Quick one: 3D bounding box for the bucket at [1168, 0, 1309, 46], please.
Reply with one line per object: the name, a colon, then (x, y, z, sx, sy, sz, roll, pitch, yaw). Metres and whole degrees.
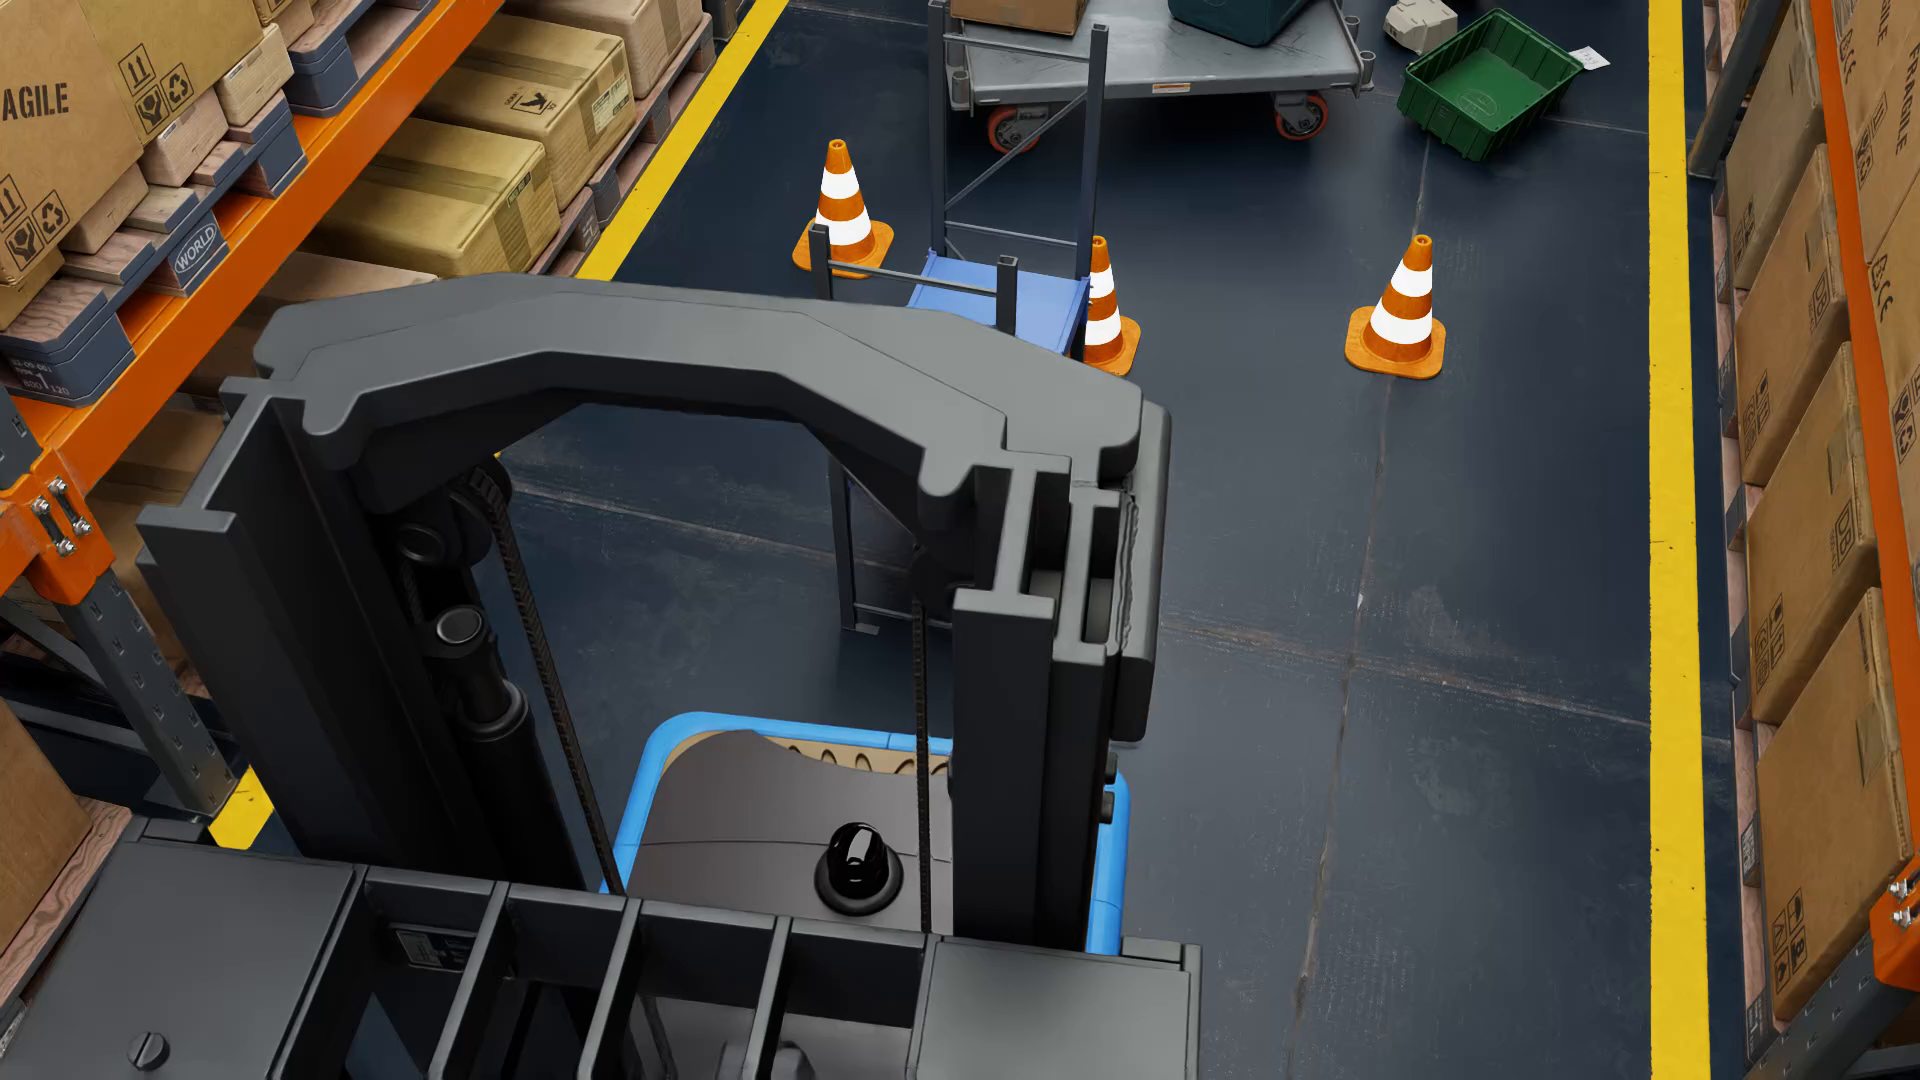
bucket: (1.154, -2.330, 6.475, 0.726, 0.611, 0.620, 28, 64, 22)

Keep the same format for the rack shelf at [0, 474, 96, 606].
rack shelf: (-3.039, 1.318, 2.566, 1.077, 0.370, 4.000, 12, 50, 10)

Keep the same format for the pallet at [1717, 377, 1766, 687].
pallet: (2.893, 0.024, 5.088, 1.003, 0.211, 1.213, 12, 50, 10)

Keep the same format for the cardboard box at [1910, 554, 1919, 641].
cardboard box: (2.149, 0.125, 3.073, 0.500, 0.500, 0.500, 12, 50, 10)

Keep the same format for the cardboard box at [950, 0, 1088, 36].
cardboard box: (0.266, -2.354, 6.489, 0.500, 0.500, 0.500, 12, 50, 10)

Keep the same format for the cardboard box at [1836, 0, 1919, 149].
cardboard box: (2.678, -1.336, 4.362, 0.500, 0.500, 0.500, 11, 50, 10)

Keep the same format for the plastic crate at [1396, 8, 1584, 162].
plastic crate: (2.124, -1.829, 6.701, 0.662, 0.188, 0.450, -37, 68, -28)

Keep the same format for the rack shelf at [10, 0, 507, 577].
rack shelf: (-1.986, -1.576, 5.120, 1.077, 0.370, 4.000, 12, 50, 10)

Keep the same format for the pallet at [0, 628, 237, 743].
pallet: (-2.305, -0.009, 5.117, 1.003, 0.211, 1.213, 12, 50, 10)

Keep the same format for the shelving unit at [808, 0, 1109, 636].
shelving unit: (0.022, -0.558, 4.742, 0.538, 1.500, 1.048, 12, 50, 10)

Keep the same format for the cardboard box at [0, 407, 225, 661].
cardboard box: (-2.354, -0.043, 4.760, 0.950, 0.372, 0.625, 9, 49, 7)

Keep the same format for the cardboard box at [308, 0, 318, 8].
cardboard box: (-1.907, -1.605, 4.553, 0.380, 0.149, 0.250, 13, 50, 12)

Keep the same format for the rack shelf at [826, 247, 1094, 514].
rack shelf: (0.022, -0.439, 4.877, 0.538, 0.185, 1.000, 12, 50, 10)

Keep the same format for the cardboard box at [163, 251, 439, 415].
cardboard box: (-2.167, -0.579, 5.233, 0.950, 0.372, 0.625, 11, 49, 9)

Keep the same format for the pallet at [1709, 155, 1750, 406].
pallet: (3.212, -0.861, 5.869, 1.003, 0.211, 1.213, 12, 50, 10)

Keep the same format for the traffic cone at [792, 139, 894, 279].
traffic cone: (-0.435, -1.248, 6.043, 0.336, 0.463, 0.334, 12, 50, 10)

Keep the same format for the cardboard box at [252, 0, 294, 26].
cardboard box: (-1.907, -1.681, 4.188, 0.500, 0.500, 0.500, 12, 50, 11)

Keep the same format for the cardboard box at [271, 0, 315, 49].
cardboard box: (-1.944, -1.393, 4.366, 0.380, 0.149, 0.250, 14, 50, 12)

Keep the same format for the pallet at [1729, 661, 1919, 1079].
pallet: (2.570, 0.904, 4.311, 1.003, 0.211, 1.213, 12, 50, 10)

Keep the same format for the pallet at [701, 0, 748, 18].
pallet: (-1.317, -2.830, 7.607, 1.003, 0.211, 1.213, 12, 50, 10)

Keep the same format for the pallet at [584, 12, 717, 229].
pallet: (-1.663, -1.774, 6.675, 1.003, 0.211, 1.213, 12, 50, 10)

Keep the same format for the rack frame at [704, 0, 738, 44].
rack frame: (-1.459, -3.260, 6.127, 1.000, 3.000, 0.127, 12, 50, 10)

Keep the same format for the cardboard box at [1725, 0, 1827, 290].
cardboard box: (3.266, -1.284, 5.603, 1.050, 0.750, 0.750, 11, 50, 10)

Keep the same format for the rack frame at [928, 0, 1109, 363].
rack frame: (0.156, -0.926, 5.067, 0.500, 1.500, 0.032, 12, 50, 10)

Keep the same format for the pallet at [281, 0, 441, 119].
pallet: (-2.031, -1.744, 4.916, 1.003, 0.211, 1.213, 12, 50, 10)

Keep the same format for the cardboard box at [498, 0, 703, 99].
cardboard box: (-1.595, -2.150, 6.619, 0.950, 0.372, 0.625, 12, 50, 11)

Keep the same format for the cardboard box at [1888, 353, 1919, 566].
cardboard box: (2.282, -0.236, 3.391, 0.500, 0.500, 0.500, 12, 50, 10)

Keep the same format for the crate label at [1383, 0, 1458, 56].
crate label: (1.973, -2.209, 7.108, 0.298, 0.136, 0.250, -19, 51, -16)

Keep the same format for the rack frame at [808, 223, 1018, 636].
rack frame: (-0.111, -0.190, 4.418, 0.500, 1.500, 0.032, 12, 50, 10)

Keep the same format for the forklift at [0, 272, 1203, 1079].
forklift: (-0.344, 1.240, 2.201, 1.130, 2.935, 3.031, 6, 49, 5)

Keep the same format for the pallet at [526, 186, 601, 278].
pallet: (-1.982, -0.889, 5.894, 1.003, 0.211, 1.213, 12, 50, 10)

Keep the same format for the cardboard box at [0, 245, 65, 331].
cardboard box: (-2.247, -0.621, 3.685, 0.380, 0.149, 0.250, 9, 49, 8)

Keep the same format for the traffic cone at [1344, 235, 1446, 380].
traffic cone: (1.533, -0.845, 5.687, 0.336, 0.463, 0.334, 12, 50, 10)

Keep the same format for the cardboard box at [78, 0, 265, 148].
cardboard box: (-2.040, -1.296, 3.848, 0.500, 0.500, 0.500, 14, 50, 12)

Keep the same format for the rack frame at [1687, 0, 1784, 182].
rack frame: (3.343, -2.357, 5.329, 1.000, 3.000, 0.127, 12, 50, 10)

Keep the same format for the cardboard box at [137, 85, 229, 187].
cardboard box: (-2.024, -1.008, 4.026, 0.380, 0.149, 0.250, 9, 49, 8)

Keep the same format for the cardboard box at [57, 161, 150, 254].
cardboard box: (-2.141, -0.819, 3.860, 0.380, 0.149, 0.250, 9, 49, 8)

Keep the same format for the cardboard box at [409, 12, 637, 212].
cardboard box: (-1.781, -1.629, 6.160, 0.950, 0.372, 0.625, 14, 50, 12)

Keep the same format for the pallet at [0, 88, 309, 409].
pallet: (-2.427, -0.840, 4.119, 1.213, 0.211, 1.003, 12, 50, 10)

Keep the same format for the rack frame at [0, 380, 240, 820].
rack frame: (-2.512, -0.367, 3.573, 1.000, 3.000, 0.127, 12, 50, 10)

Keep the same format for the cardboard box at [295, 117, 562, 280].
cardboard box: (-1.962, -1.126, 5.716, 0.950, 0.372, 0.625, 13, 50, 11)

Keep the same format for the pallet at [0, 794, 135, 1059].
pallet: (-2.792, 1.111, 4.129, 1.003, 0.211, 1.213, 12, 50, 10)

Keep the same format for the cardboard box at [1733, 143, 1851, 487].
cardboard box: (3.008, -0.587, 4.988, 1.050, 0.750, 0.750, 12, 50, 10)

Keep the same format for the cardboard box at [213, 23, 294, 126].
cardboard box: (-1.932, -1.203, 4.198, 0.380, 0.149, 0.250, 12, 50, 10)

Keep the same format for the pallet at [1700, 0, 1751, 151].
pallet: (3.618, -1.968, 6.847, 1.003, 0.211, 1.213, 12, 50, 10)

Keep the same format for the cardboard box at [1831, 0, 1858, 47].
cardboard box: (2.812, -1.697, 4.680, 0.500, 0.500, 0.500, 12, 50, 10)

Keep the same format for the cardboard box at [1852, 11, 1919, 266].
cardboard box: (2.544, -0.969, 4.038, 0.500, 0.500, 0.500, 12, 50, 11)

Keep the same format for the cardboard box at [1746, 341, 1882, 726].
cardboard box: (2.764, 0.086, 4.394, 1.050, 0.750, 0.750, 12, 50, 11)

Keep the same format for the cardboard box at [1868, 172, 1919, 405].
cardboard box: (2.414, -0.597, 3.710, 0.500, 0.500, 0.500, 11, 49, 9)

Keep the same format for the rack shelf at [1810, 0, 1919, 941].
rack shelf: (2.816, -0.672, 4.322, 1.077, 0.370, 4.000, 12, 50, 10)

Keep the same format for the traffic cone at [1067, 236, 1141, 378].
traffic cone: (0.453, -0.841, 5.683, 0.336, 0.463, 0.334, 12, 50, 10)

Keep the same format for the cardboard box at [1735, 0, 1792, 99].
cardboard box: (3.576, -2.234, 6.358, 0.875, 0.875, 0.875, 12, 50, 11)

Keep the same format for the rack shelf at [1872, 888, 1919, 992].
rack shelf: (1.763, 2.221, 1.769, 1.077, 0.370, 4.000, 12, 50, 10)

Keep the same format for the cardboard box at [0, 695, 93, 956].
cardboard box: (-2.774, 0.680, 3.786, 0.875, 0.875, 0.875, 11, 50, 10)

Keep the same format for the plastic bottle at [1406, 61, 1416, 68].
plastic bottle: (1.959, -1.882, 6.870, 0.133, 0.061, 0.283, -11, 50, -10)

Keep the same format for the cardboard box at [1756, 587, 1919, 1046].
cardboard box: (2.537, 0.719, 3.835, 1.050, 0.750, 0.750, 11, 49, 10)

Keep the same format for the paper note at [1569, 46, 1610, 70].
paper note: (2.646, -2.039, 7.029, 0.147, 0.020, 0.142, -19, 51, -16)

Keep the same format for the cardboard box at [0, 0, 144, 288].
cardboard box: (-2.171, -0.917, 3.514, 0.500, 0.500, 0.500, 10, 49, 9)

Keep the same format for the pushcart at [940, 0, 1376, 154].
pushcart: (0.753, -1.979, 6.745, 1.648, 0.377, 0.936, -4, 49, -3)
